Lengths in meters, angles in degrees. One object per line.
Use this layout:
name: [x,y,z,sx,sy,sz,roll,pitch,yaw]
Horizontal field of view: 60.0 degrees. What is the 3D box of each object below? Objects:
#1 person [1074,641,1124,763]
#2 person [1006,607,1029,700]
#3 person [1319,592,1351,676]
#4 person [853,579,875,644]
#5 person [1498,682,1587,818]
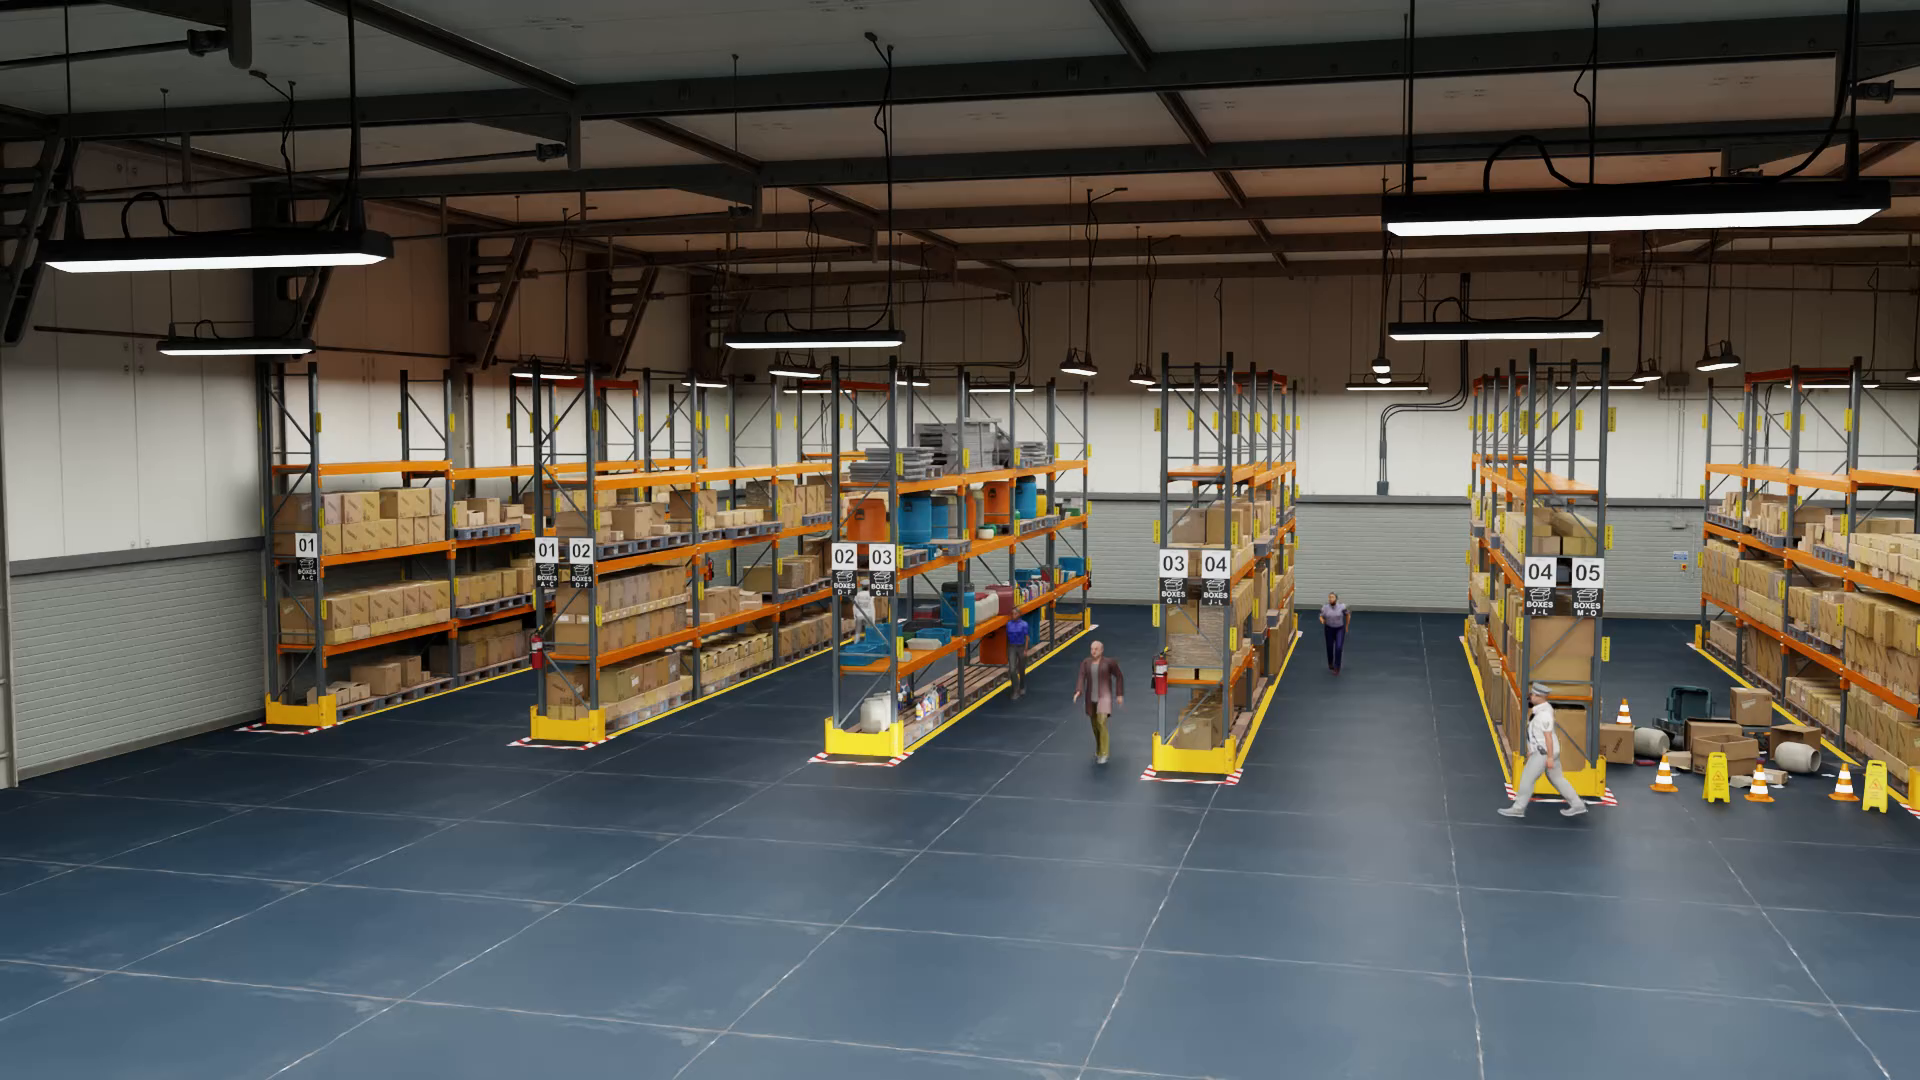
person: [2.020,2.435,24.656,0.622,1.870,0.750,3,5,35]
person: [1.047,2.064,30.371,0.471,1.690,0.688,1,4,12]
person: [7.488,1.858,33.239,0.612,1.666,0.924,1,4,13]
person: [-2.054,1.676,35.301,0.500,1.679,0.640,1,4,17]
person: [7.377,2.657,21.011,1.062,1.716,0.582,2,4,21]
